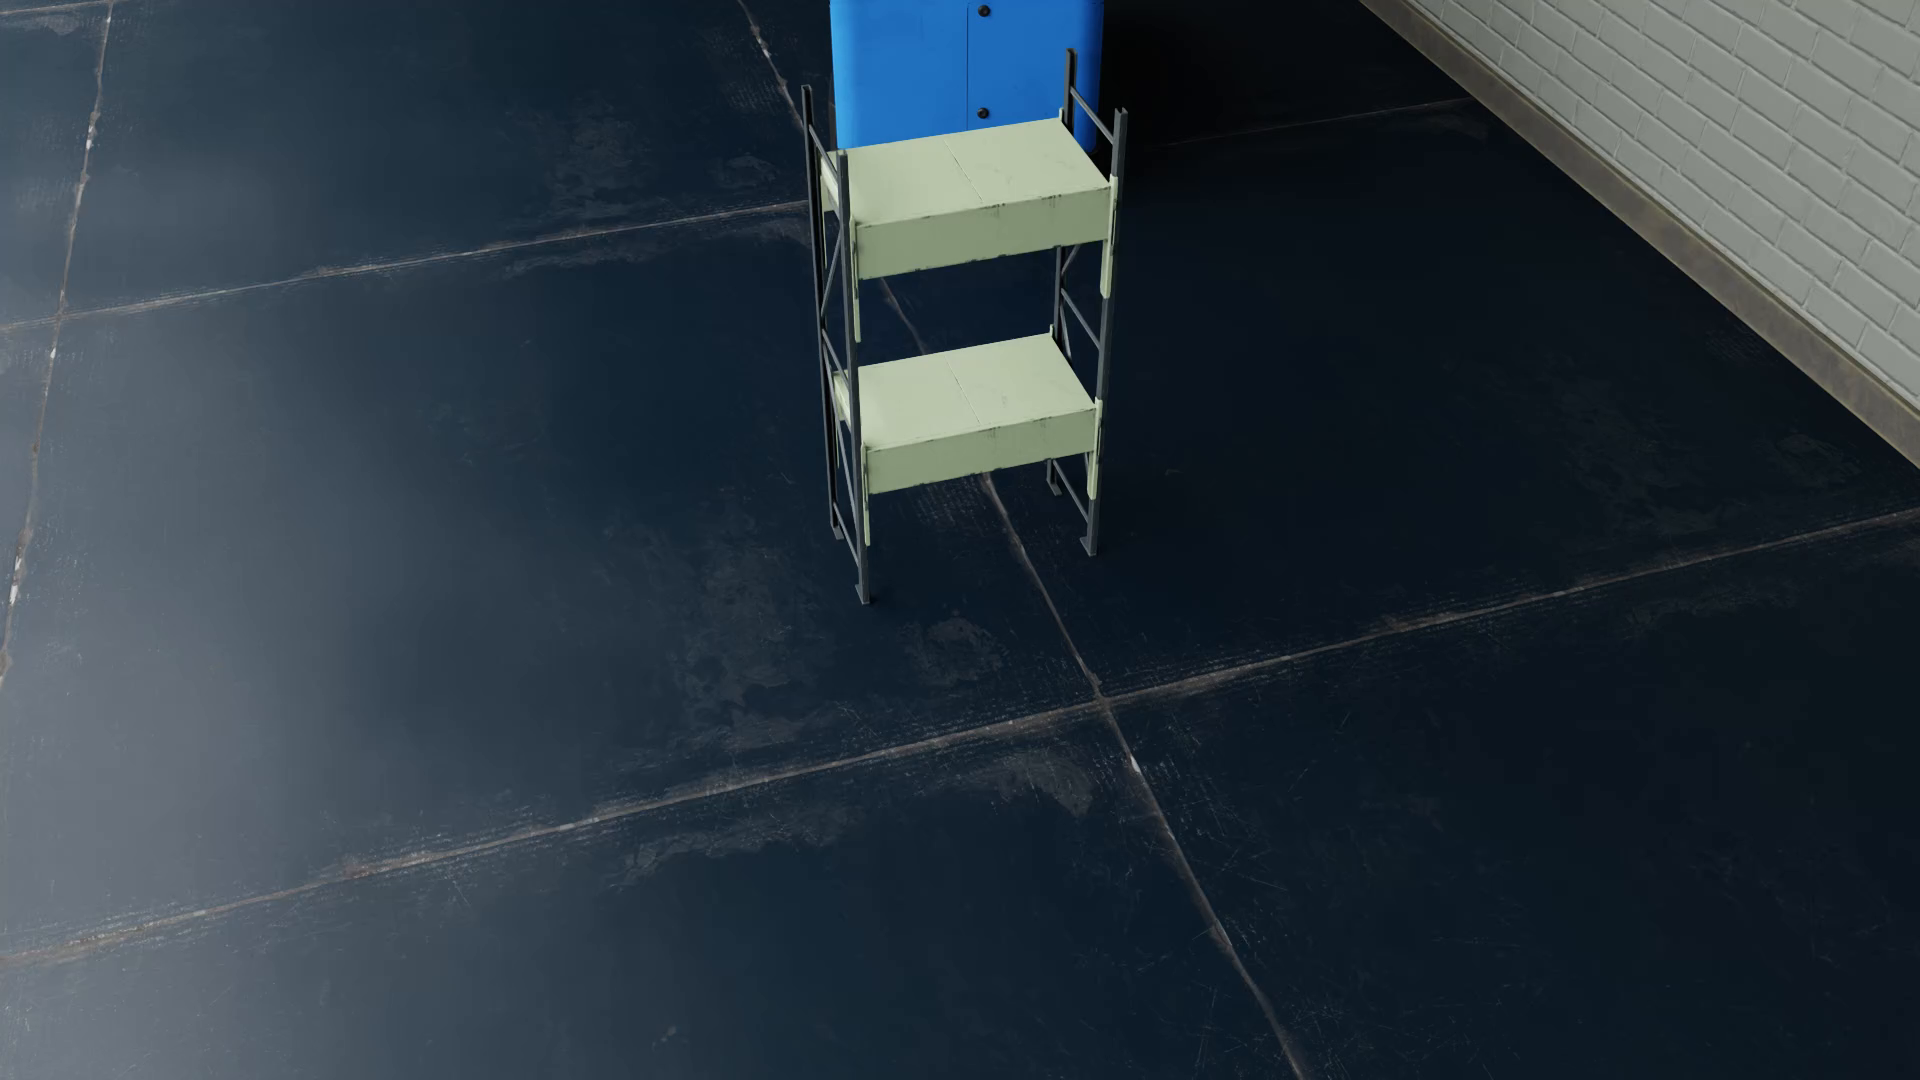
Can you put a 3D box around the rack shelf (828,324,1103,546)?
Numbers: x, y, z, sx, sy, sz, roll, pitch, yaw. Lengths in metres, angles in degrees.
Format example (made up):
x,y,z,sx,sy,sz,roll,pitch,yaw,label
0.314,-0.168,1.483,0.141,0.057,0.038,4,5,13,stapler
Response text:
x,y,z,sx,sy,sz,roll,pitch,yaw,label
0.006,-0.321,4.973,0.720,0.370,0.431,-12,42,-13,rack shelf

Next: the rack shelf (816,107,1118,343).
x,y,z,sx,sy,sz,roll,pitch,yaw,label
0.006,-0.860,4.501,0.720,0.370,0.431,-12,42,-13,rack shelf

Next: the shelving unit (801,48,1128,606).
x,y,z,sx,sy,sz,roll,pitch,yaw,label
0.006,-0.566,4.758,0.755,1.500,0.431,-12,42,-13,shelving unit

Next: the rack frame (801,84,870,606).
x,y,z,sx,sy,sz,roll,pitch,yaw,label
-0.343,-0.494,4.675,0.023,1.500,0.400,-12,42,-13,rack frame

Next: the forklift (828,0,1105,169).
x,y,z,sx,sy,sz,roll,pitch,yaw,label
0.004,-3.350,6.857,1.130,2.935,3.031,-1,41,-1,forklift

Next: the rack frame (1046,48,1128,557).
x,y,z,sx,sy,sz,roll,pitch,yaw,label
0.355,-0.638,4.841,0.023,1.500,0.400,-12,42,-13,rack frame
